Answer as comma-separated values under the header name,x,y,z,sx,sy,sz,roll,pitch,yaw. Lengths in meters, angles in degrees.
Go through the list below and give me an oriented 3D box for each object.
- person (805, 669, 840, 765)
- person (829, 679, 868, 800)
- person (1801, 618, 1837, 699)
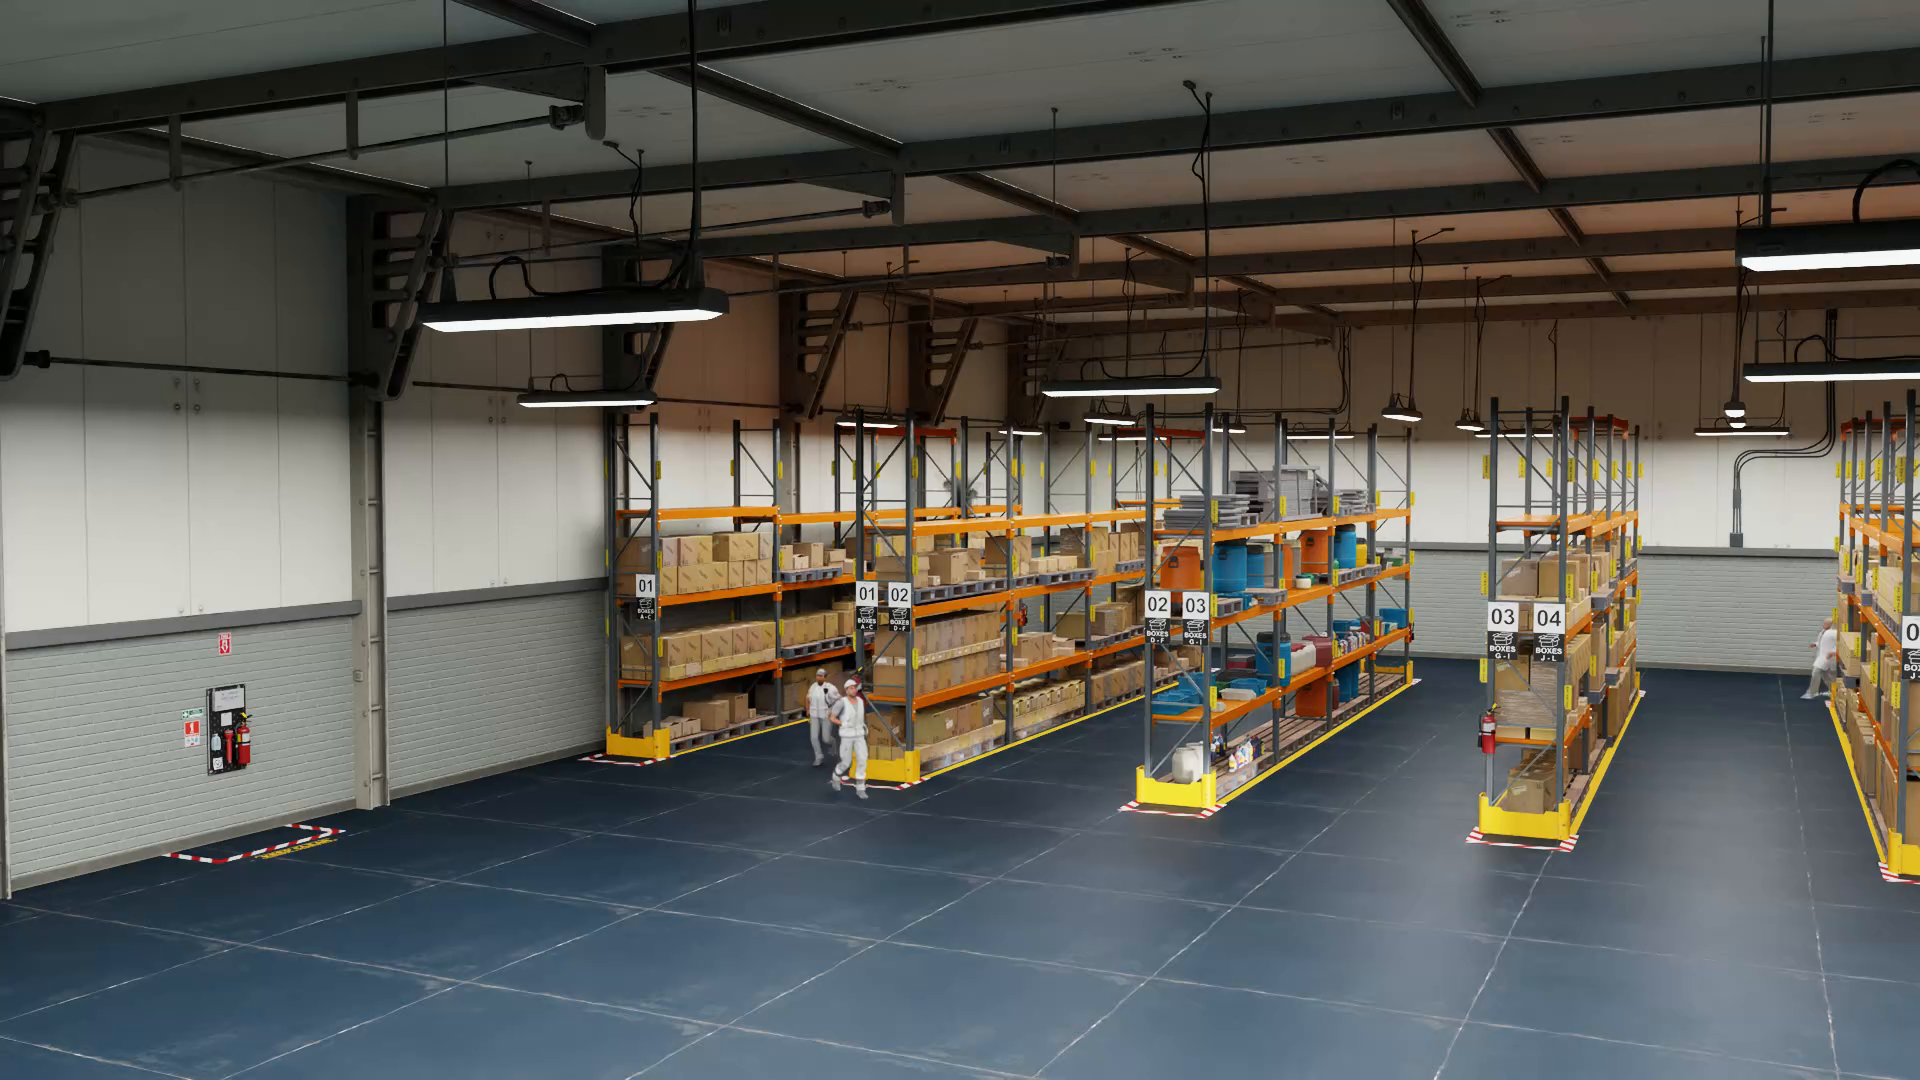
name,x,y,z,sx,sy,sz,roll,pitch,yaw
person,-2.335,2.998,28.345,0.646,1.622,0.630,1,2,14
person,-1.682,3.036,25.470,0.664,1.803,0.850,-1,3,-31
person,18.832,2.601,36.205,0.849,1.805,0.764,0,2,7
